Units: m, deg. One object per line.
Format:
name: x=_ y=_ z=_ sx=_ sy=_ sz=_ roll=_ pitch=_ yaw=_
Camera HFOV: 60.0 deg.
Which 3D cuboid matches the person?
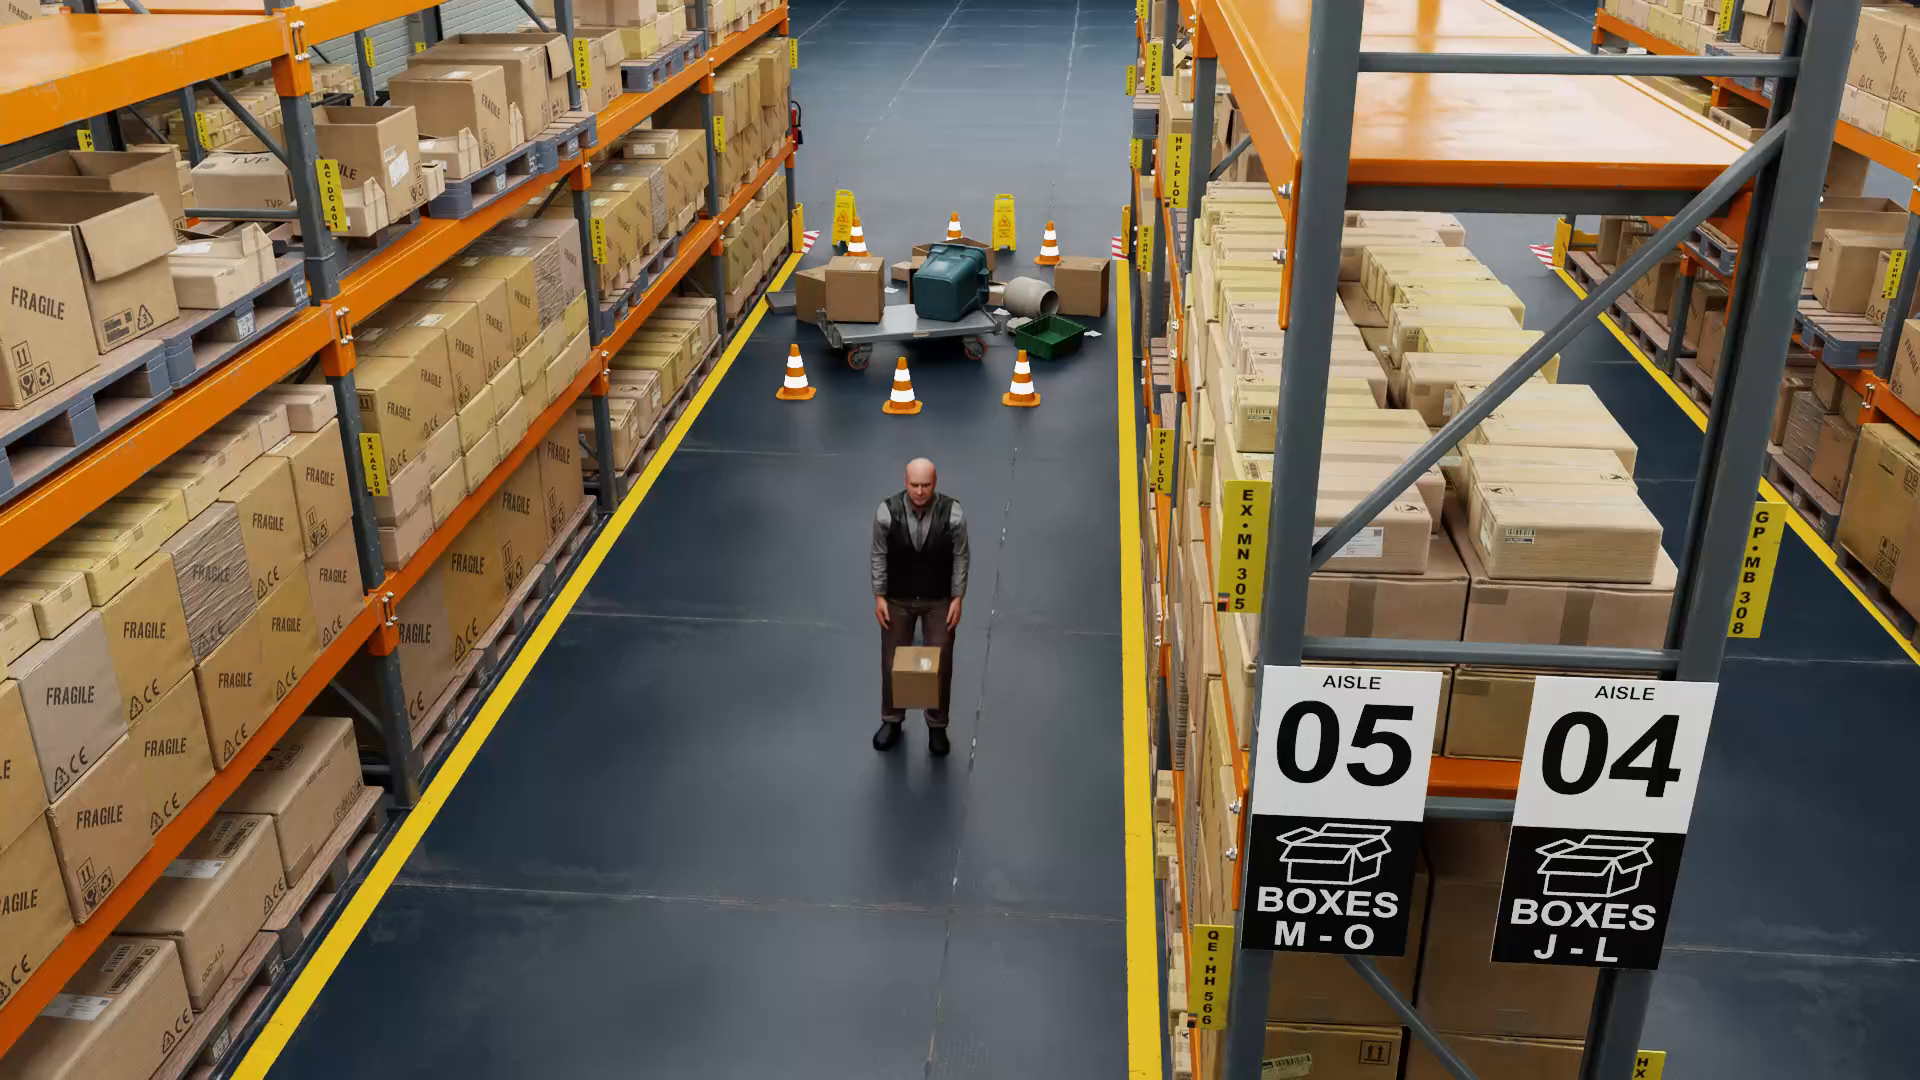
person: x=-0.226 y=0.356 z=9.250 sx=0.553 sy=1.723 sz=0.428 roll=1 pitch=24 yaw=3
